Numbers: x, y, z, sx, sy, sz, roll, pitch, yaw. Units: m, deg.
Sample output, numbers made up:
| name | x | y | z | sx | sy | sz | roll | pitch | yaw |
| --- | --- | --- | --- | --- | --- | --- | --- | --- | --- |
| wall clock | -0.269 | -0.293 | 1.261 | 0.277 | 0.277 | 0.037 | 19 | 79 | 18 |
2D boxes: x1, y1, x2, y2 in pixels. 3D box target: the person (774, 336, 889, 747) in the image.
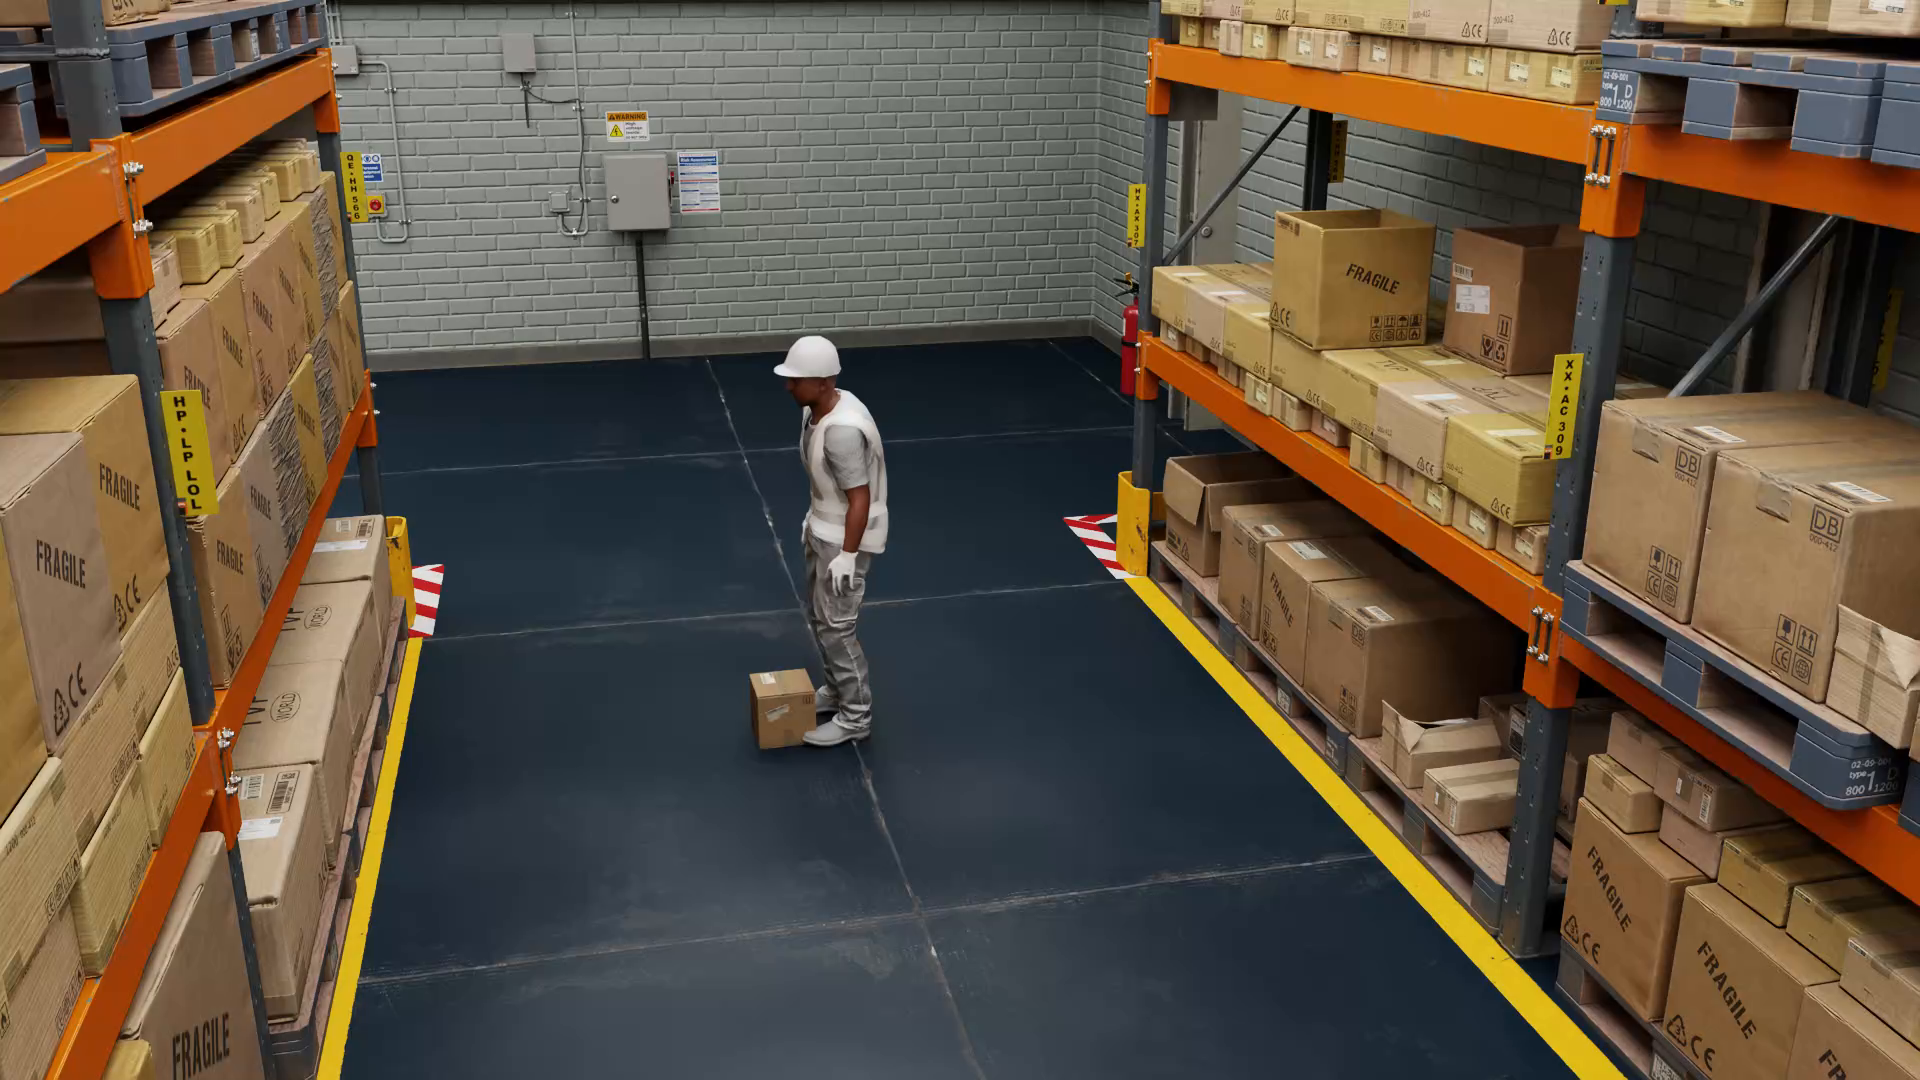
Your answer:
| name | x | y | z | sx | sy | sz | roll | pitch | yaw |
| --- | --- | --- | --- | --- | --- | --- | --- | --- | --- |
| person | -0.544 | -0.002 | 7.062 | 0.451 | 1.771 | 0.619 | -6 | 20 | -15 |
